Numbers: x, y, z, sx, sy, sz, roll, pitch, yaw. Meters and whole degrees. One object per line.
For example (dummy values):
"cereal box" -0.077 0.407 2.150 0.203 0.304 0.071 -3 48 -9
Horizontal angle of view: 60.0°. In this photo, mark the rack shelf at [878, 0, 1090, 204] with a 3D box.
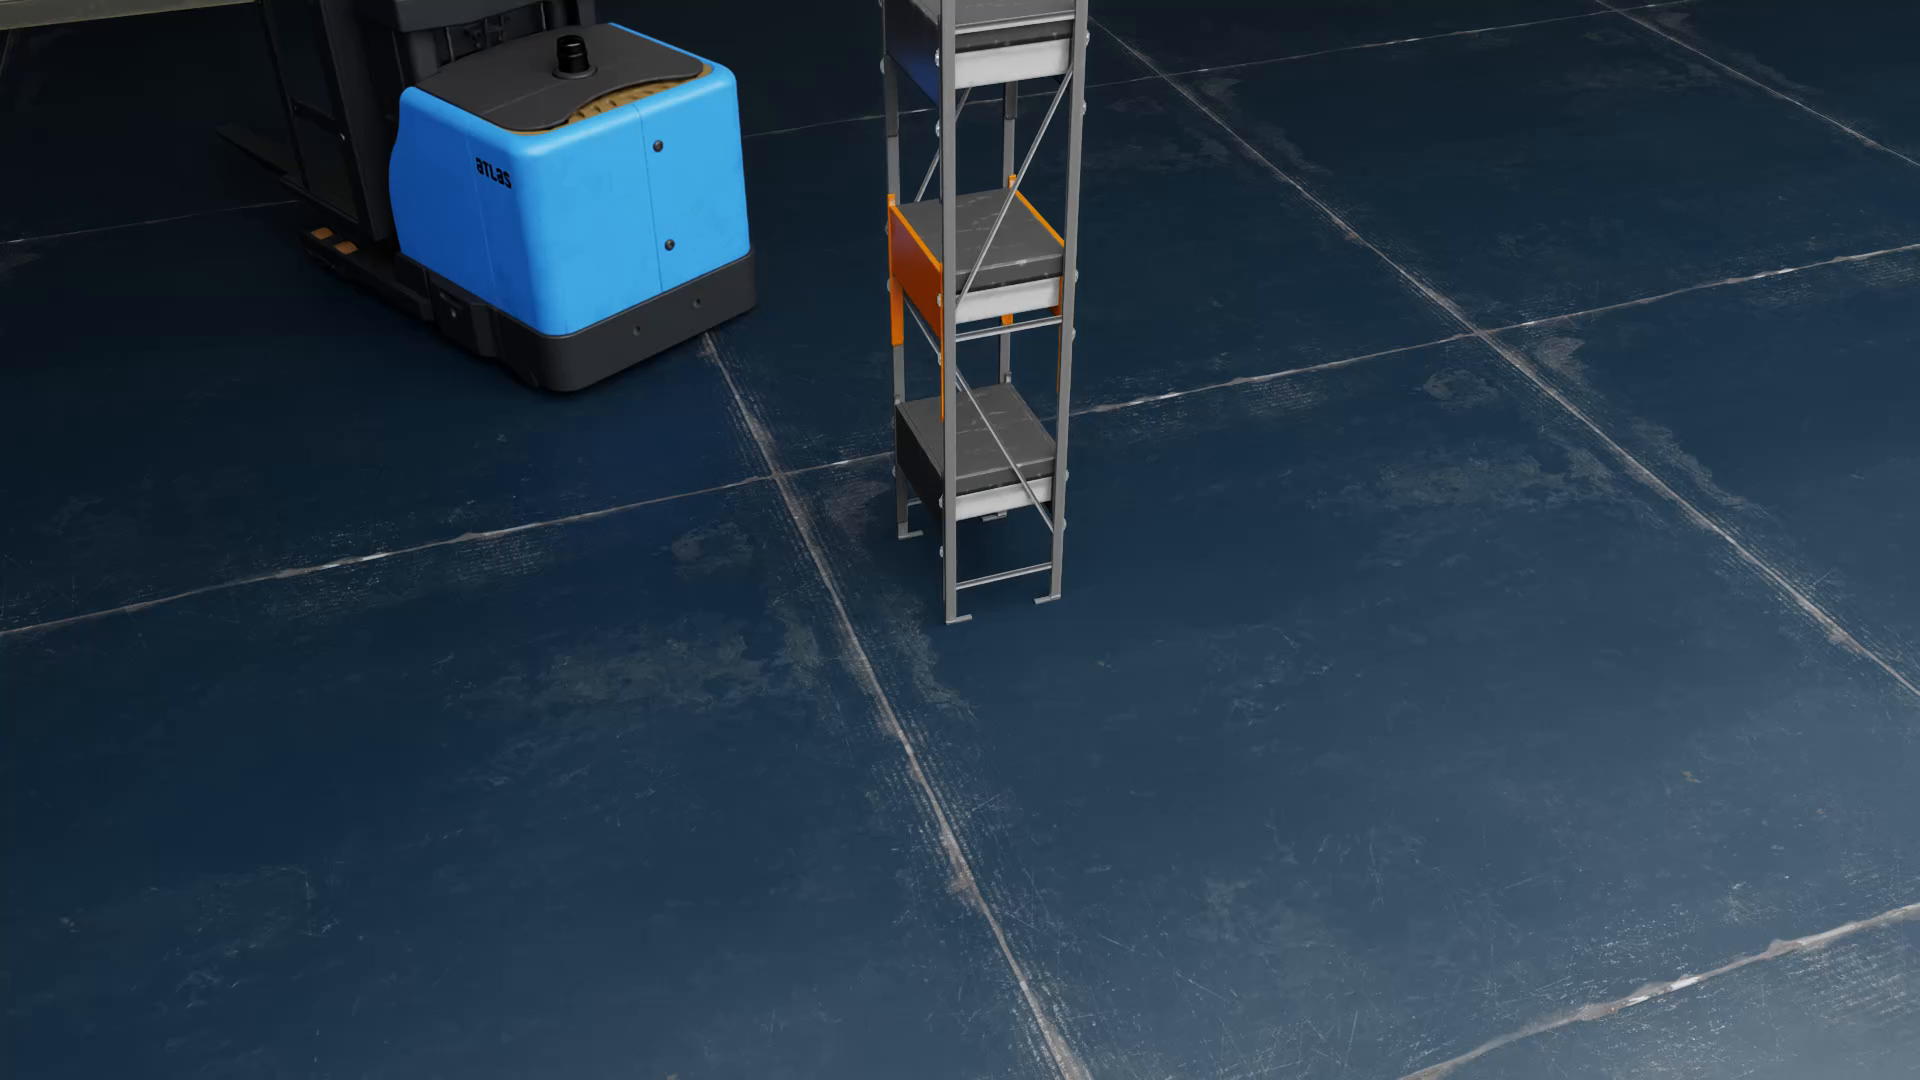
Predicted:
"rack shelf" 0.057 -1.293 4.581 0.431 0.518 0.480 -12 39 -16

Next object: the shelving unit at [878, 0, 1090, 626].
"shelving unit" 0.057 -0.745 4.994 0.431 2.100 0.503 -12 39 -16

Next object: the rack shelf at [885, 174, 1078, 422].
"rack shelf" 0.057 -0.734 5.002 0.431 0.518 0.480 -12 39 -16

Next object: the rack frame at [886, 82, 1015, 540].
"rack frame" -0.027 -0.883 5.177 0.400 2.100 0.015 -12 39 -16

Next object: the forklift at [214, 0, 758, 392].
"forklift" -2.265 -2.507 6.642 3.031 2.935 1.130 29 46 33

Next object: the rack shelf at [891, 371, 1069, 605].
"rack shelf" 0.057 -0.175 5.423 0.431 0.518 0.480 -12 39 -16

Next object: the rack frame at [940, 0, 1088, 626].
"rack frame" 0.141 -0.607 4.811 0.400 2.100 0.015 -12 39 -16
